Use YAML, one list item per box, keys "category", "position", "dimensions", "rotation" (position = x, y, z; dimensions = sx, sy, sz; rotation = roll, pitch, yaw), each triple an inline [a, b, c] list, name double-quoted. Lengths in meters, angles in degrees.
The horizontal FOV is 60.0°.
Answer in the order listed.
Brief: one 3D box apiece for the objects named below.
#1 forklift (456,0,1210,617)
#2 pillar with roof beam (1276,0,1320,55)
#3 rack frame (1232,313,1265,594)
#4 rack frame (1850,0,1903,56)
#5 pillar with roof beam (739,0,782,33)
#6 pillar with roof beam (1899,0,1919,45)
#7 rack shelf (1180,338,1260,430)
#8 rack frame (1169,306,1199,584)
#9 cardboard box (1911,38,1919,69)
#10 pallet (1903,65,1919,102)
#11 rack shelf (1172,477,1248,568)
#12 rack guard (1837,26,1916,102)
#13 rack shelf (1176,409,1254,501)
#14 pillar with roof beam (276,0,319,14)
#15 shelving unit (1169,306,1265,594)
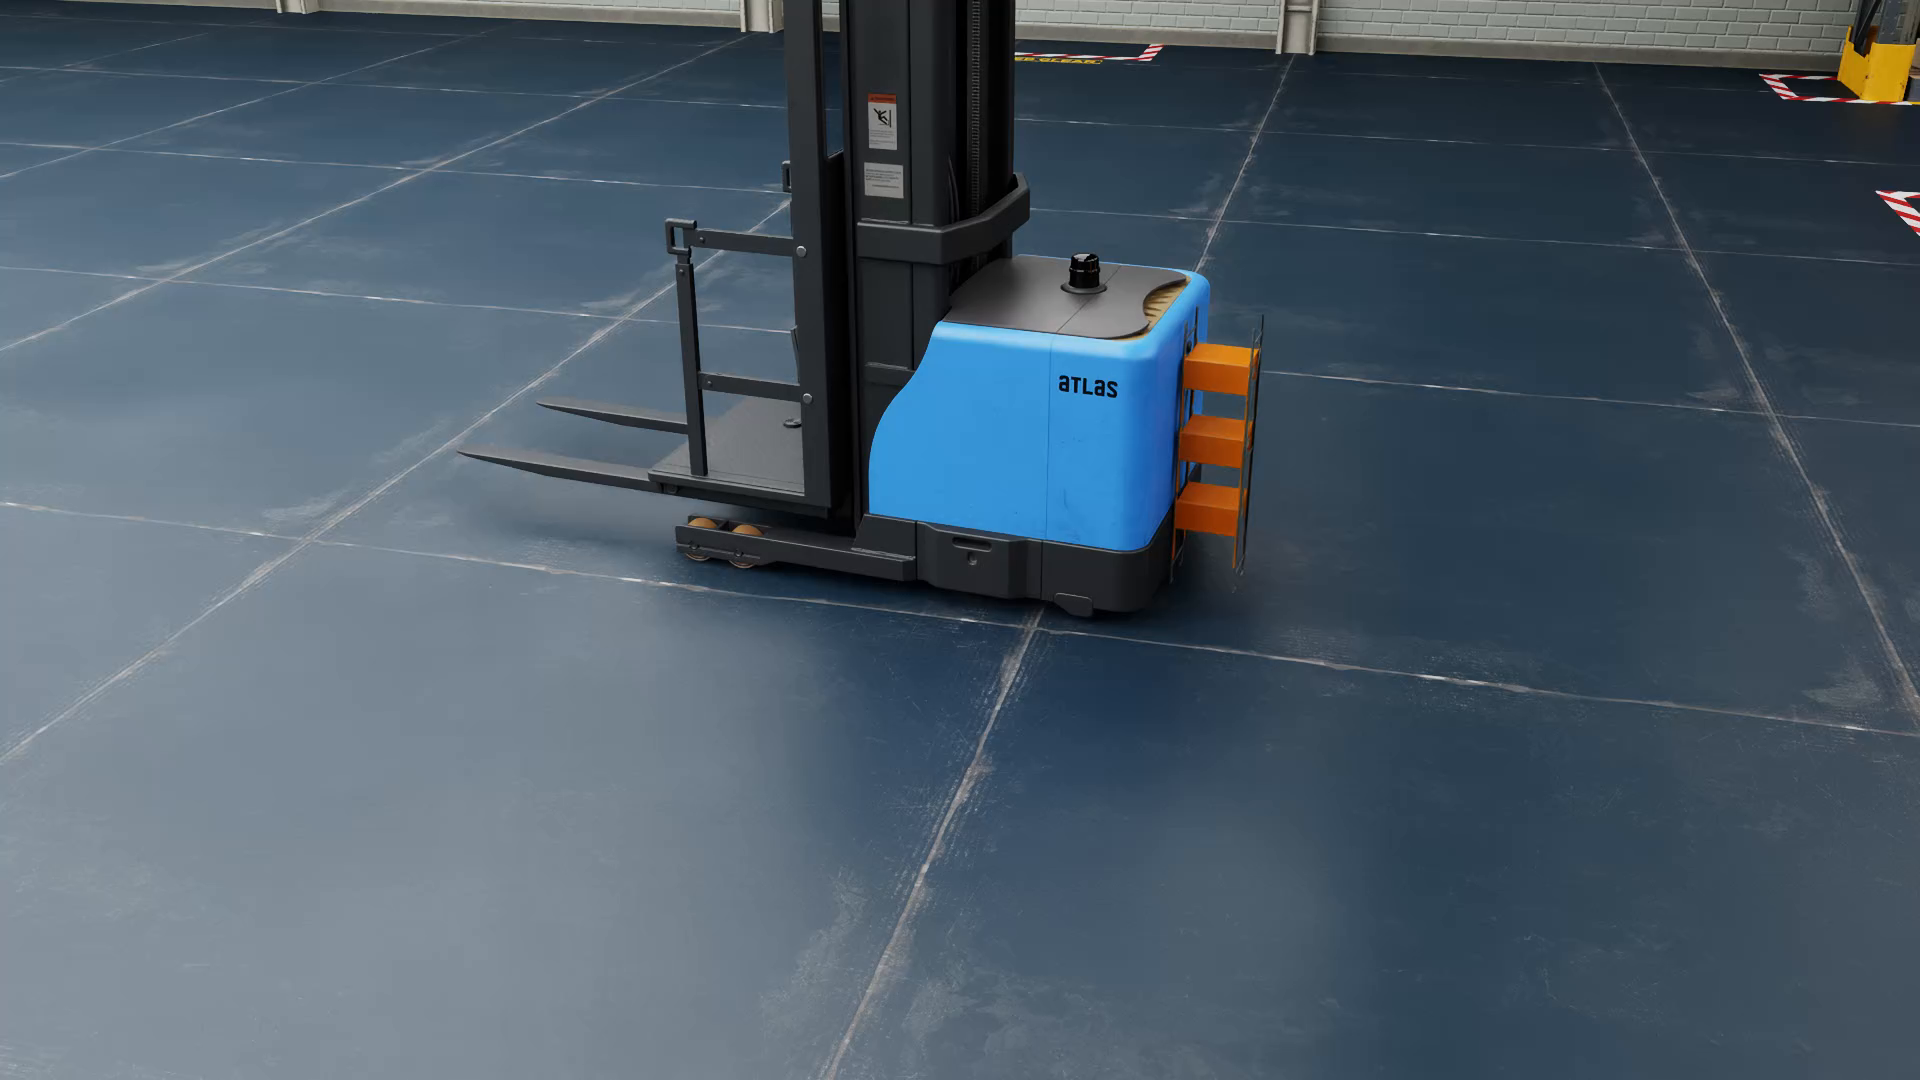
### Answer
- category: "forklift"
  position: [-0.593, -1.415, 6.312]
  dimensions: [3.031, 2.935, 1.130]
  rotation: [9, 27, 18]
- category: "pillar with roof beam"
  position: [2.482, -7.437, 11.903]
  dimensions: [0.400, 9.000, 9.100]
  rotation: [6, 26, 13]
- category: "rack frame"
  position: [1.071, -0.311, 6.182]
  dimensions: [0.008, 1.050, 0.200]
  rotation: [9, 27, 18]
- category: "rack frame"
  position: [8.471, -5.593, 15.009]
  dimensions: [0.127, 3.000, 1.000]
  rotation: [6, 26, 13]
- category: "pillar with roof beam"
  position: [-3.329, -8.080, 13.253]
  dimensions: [0.400, 9.000, 9.100]
  rotation: [6, 26, 13]
- category: "pillar with roof beam"
  position: [8.293, -6.795, 10.554]
  dimensions: [0.400, 9.000, 9.100]
  rotation: [6, 26, 13]
- category: "rack shelf"
  position: [0.956, -0.575, 6.102]
  dimensions: [0.240, 0.259, 0.215]
  rotation: [9, 27, 18]
- category: "rack frame"
  position: [0.841, -0.346, 6.256]
  dimensions: [0.008, 1.050, 0.200]
  rotation: [9, 27, 18]
- category: "cardboard box"
  position: [9.119, -4.467, 15.258]
  dimensions: [0.500, 0.311, 0.500]
  rotation: [3, 26, 7]
- category: "pallet"
  position: [9.323, -4.225, 15.378]
  dimensions: [1.213, 0.211, 1.003]
  rotation: [6, 26, 13]
- category: "rack shelf"
  position: [0.956, -0.068, 6.343]
  dimensions: [0.240, 0.259, 0.215]
  rotation: [9, 27, 18]
- category: "rack guard"
  position: [8.545, -4.457, 15.529]
  dimensions: [0.348, 0.500, 1.175]
  rotation: [6, 26, 13]
- category: "rack shelf"
  position: [0.956, -0.319, 6.224]
  dimensions: [0.240, 0.259, 0.215]
  rotation: [9, 27, 18]
- category: "pillar with roof beam"
  position: [-9.140, -8.722, 14.602]
  dimensions: [0.400, 9.000, 9.100]
  rotation: [6, 26, 13]
- category: "shelving unit"
  position: [0.956, -0.329, 6.219]
  dimensions: [0.252, 1.050, 0.215]
  rotation: [9, 27, 18]
